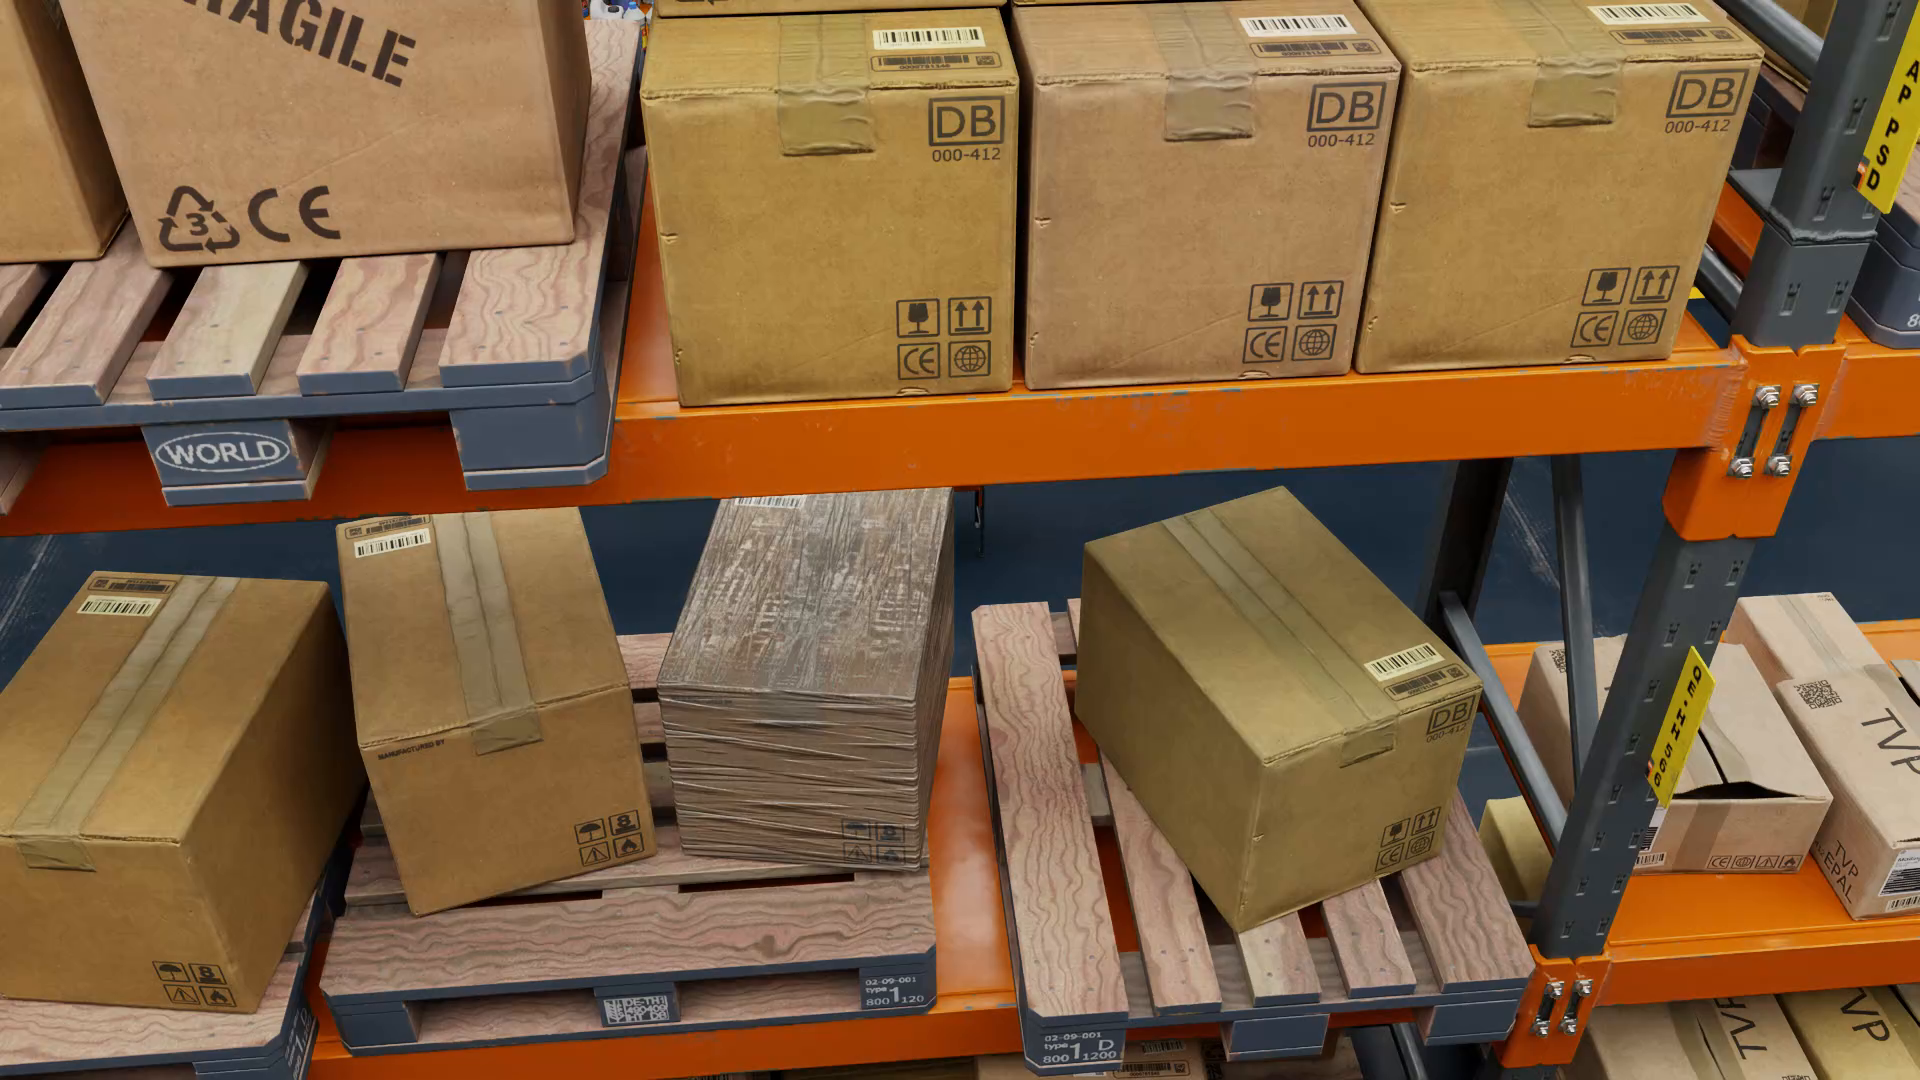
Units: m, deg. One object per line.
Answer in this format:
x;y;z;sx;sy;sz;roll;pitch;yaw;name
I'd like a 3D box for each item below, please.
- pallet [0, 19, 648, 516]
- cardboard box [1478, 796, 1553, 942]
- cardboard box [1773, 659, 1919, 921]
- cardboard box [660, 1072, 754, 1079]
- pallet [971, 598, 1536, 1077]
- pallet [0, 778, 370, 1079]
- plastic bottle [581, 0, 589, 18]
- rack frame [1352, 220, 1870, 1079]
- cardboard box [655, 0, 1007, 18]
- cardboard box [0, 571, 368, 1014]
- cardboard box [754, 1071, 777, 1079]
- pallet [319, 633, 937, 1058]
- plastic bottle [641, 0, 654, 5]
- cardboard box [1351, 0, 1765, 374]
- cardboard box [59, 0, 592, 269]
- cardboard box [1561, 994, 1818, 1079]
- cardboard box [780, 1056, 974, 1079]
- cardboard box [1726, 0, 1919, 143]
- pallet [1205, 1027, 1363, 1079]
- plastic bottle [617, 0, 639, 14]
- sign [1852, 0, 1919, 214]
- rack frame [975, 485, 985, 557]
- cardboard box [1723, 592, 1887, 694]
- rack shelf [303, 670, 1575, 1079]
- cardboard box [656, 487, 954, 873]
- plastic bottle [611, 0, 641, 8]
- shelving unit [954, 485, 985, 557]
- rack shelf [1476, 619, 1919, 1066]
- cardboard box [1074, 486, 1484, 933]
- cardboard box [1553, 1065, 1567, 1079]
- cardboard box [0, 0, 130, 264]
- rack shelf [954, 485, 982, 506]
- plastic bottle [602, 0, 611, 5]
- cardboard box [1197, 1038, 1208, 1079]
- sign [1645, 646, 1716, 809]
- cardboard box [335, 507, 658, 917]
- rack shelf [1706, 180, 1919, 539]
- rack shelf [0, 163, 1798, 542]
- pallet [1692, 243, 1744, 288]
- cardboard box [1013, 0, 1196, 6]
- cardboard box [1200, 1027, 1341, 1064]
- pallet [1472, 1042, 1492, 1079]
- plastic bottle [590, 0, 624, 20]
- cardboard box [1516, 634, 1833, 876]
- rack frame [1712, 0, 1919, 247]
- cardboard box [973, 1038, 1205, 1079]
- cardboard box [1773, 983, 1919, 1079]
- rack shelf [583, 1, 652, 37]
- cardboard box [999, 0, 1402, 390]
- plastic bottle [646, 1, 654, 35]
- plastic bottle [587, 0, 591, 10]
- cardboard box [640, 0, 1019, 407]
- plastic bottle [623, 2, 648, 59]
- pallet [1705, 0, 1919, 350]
-1.048;-0.503;2.697;1.003;0.211;1.213;-3;38;-4;pallet
1.748;0.946;4.558;0.500;0.311;0.500;-2;38;-3;cardboard box
2.156;0.538;3.719;0.500;0.311;0.500;-4;38;-5;cardboard box
-0.737;1.207;3.856;0.500;0.250;0.500;-4;38;-5;cardboard box
0.579;0.588;3.738;1.003;0.211;1.213;-3;38;-4;pallet
-1.931;0.750;3.532;1.213;0.211;1.003;-3;38;-4;pallet
-1.778;-2.554;7.670;0.097;0.271;0.097;0;38;0;plastic bottle
1.248;0.432;3.781;0.127;3.000;1.000;-3;38;-4;rack frame
-0.203;-1.101;2.415;0.500;0.500;0.500;-3;38;-4;cardboard box
-1.565;0.483;3.297;0.500;0.500;0.700;3;38;3;cardboard box
-0.701;1.498;4.093;0.500;0.500;0.500;-5;38;-6;cardboard box
-0.689;0.617;3.701;1.213;0.211;1.003;-3;38;-4;pallet
-1.463;-2.639;7.833;0.097;0.201;0.097;0;38;0;plastic bottle
0.816;-0.740;2.764;0.500;0.500;0.910;-3;38;-4;cardboard box
-0.900;-0.826;2.454;0.600;0.600;0.600;-5;39;-6;cardboard box
1.796;1.279;4.135;0.500;0.311;0.500;-2;38;-2;cardboard box
-0.178;1.465;4.134;0.500;0.500;0.500;-4;38;-6;cardboard box
1.695;-0.911;2.844;0.500;0.250;0.500;-6;39;-7;cardboard box
0.501;1.545;4.622;1.213;0.211;1.003;-3;38;-4;pallet
-1.547;-2.567;7.686;0.097;0.271;0.097;0;38;0;plastic bottle
1.294;-0.613;2.267;0.005;0.325;0.100;-3;38;-4;sign
0.078;-0.475;6.384;0.015;1.200;0.240;-3;38;-4;rack frame
2.119;0.311;4.137;0.250;0.149;0.380;-3;38;-4;cardboard box
-0.744;0.824;3.864;4.000;0.370;1.077;-3;38;-4;rack shelf
-0.297;0.264;3.573;0.500;0.500;0.700;4;38;5;cardboard box
-1.576;-2.645;7.781;0.135;0.276;0.152;-3;38;-4;plastic bottle
-0.165;-0.462;6.367;0.503;1.200;0.258;-3;38;-4;shelving unit
3.240;0.605;4.143;4.000;0.370;1.077;-3;38;-4;rack shelf
0.631;0.332;3.488;0.500;0.500;0.700;-16;41;-19;cardboard box
1.796;1.499;4.309;0.500;0.250;0.500;-3;38;-4;cardboard box
-1.564;-0.802;2.423;0.600;0.600;0.600;-4;38;-4;cardboard box
-0.165;-0.253;6.531;0.480;0.148;0.258;-3;38;-4;rack shelf
-1.694;-2.626;7.817;0.097;0.201;0.097;0;38;0;plastic bottle
0.337;1.437;4.170;0.500;0.500;0.500;-2;38;-2;cardboard box
1.305;0.343;3.023;0.005;0.325;0.100;-3;38;-4;sign
-0.982;0.312;3.513;0.500;0.500;0.700;-13;40;-15;cardboard box
3.240;-0.573;3.213;4.000;0.370;1.077;-3;38;-4;rack shelf
-0.744;-0.353;2.935;4.000;0.370;1.077;-3;38;-4;rack shelf
4.018;-1.682;8.711;1.213;0.211;1.003;-3;38;-4;pallet
0.305;-1.129;2.450;0.500;0.500;0.500;-3;38;-4;cardboard box
0.769;1.089;4.611;0.500;0.500;0.500;-2;38;-2;cardboard box
2.071;1.506;4.671;1.213;0.211;1.003;-3;38;-4;pallet
-1.523;-2.210;7.229;0.135;0.276;0.152;-3;38;-4;plastic bottle
1.614;0.474;3.799;0.500;0.311;0.500;-1;38;-1;cardboard box
1.248;-1.923;1.922;0.127;3.000;1.000;-3;38;-4;rack frame
0.281;1.148;3.931;0.500;0.250;0.500;-2;38;-2;cardboard box
2.318;1.245;4.179;0.500;0.311;0.500;-4;38;-5;cardboard box
-1.179;-2.232;7.738;4.000;0.370;1.077;-3;38;-4;rack shelf
0.308;-0.712;2.728;0.500;0.500;0.910;-3;38;-4;cardboard box
-1.308;-2.203;7.224;0.097;0.271;0.097;0;38;0;plastic bottle
-1.807;-2.632;7.765;0.135;0.276;0.152;-3;38;-4;plastic bottle
-0.210;-0.683;2.692;0.500;0.500;0.910;-3;38;-4;cardboard box
-1.405;-2.198;7.217;0.097;0.271;0.097;0;38;0;plastic bottle
1.916;-0.764;3.027;1.003;0.211;1.213;-1;38;-2;pallet
